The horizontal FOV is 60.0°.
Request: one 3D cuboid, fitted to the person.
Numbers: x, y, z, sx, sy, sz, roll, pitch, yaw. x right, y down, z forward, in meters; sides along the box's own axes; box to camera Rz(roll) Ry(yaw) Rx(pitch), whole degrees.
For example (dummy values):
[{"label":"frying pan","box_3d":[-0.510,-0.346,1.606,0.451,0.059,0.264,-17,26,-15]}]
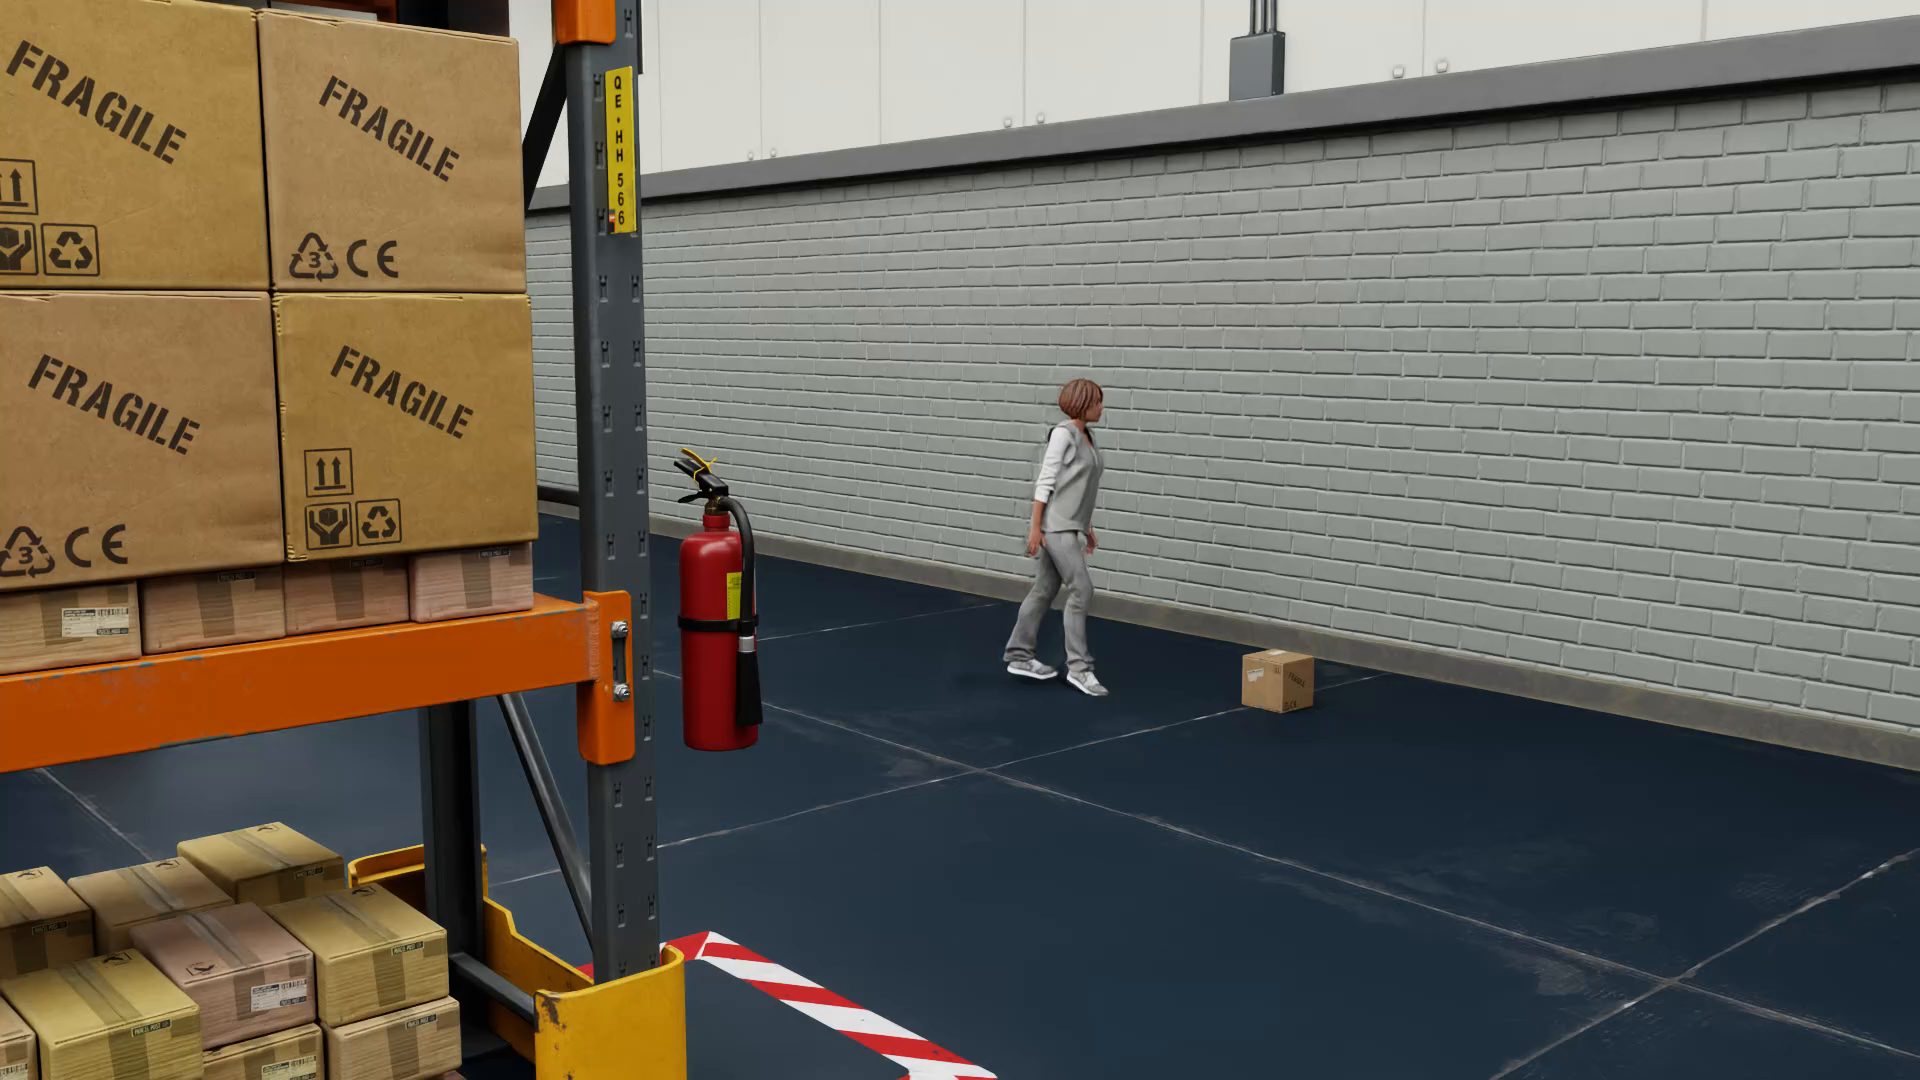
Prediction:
[{"label":"person","box_3d":[0.520,-0.026,8.600,0.601,1.620,0.443,3,8,18]}]
